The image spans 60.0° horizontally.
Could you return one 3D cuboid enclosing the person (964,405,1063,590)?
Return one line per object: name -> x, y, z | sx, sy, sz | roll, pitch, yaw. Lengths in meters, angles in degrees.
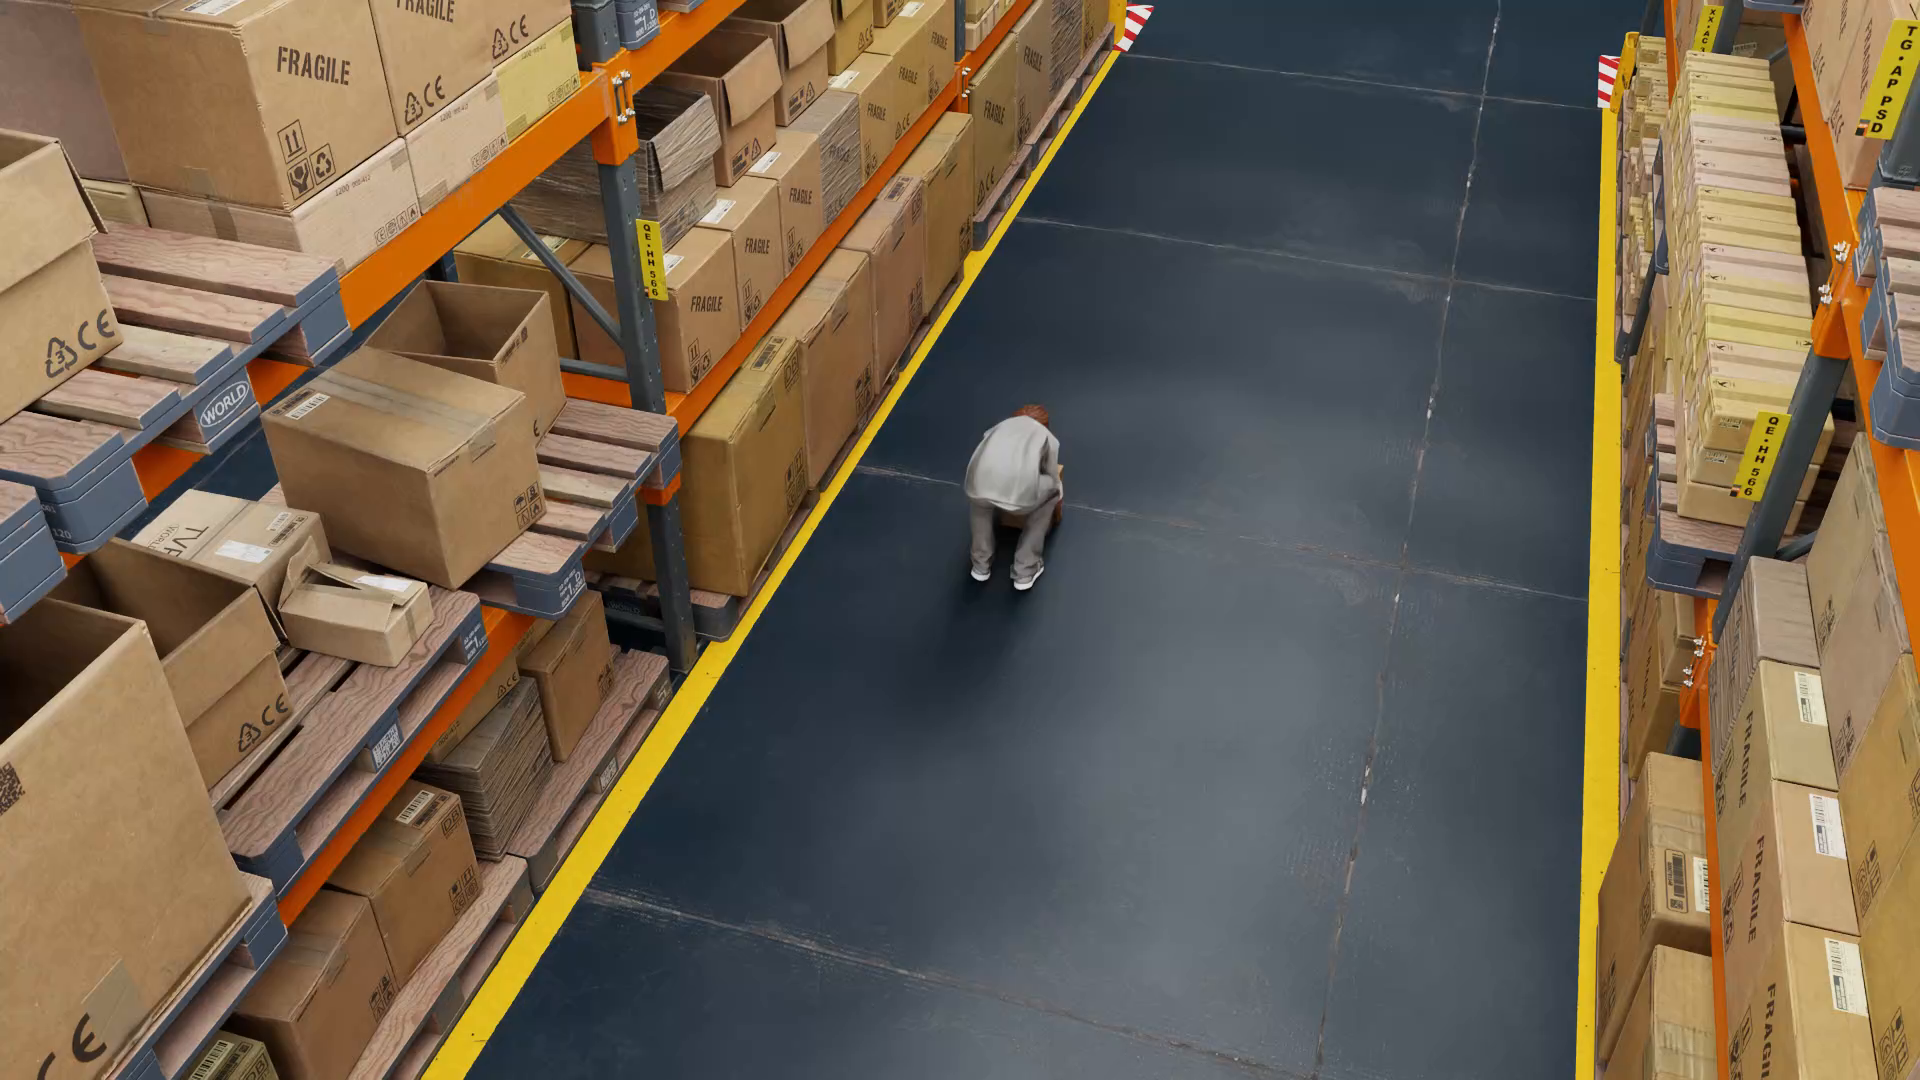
person -> 0.257, -0.225, 7.891 | 0.433, 0.768, 0.864 | 9, 39, 12
